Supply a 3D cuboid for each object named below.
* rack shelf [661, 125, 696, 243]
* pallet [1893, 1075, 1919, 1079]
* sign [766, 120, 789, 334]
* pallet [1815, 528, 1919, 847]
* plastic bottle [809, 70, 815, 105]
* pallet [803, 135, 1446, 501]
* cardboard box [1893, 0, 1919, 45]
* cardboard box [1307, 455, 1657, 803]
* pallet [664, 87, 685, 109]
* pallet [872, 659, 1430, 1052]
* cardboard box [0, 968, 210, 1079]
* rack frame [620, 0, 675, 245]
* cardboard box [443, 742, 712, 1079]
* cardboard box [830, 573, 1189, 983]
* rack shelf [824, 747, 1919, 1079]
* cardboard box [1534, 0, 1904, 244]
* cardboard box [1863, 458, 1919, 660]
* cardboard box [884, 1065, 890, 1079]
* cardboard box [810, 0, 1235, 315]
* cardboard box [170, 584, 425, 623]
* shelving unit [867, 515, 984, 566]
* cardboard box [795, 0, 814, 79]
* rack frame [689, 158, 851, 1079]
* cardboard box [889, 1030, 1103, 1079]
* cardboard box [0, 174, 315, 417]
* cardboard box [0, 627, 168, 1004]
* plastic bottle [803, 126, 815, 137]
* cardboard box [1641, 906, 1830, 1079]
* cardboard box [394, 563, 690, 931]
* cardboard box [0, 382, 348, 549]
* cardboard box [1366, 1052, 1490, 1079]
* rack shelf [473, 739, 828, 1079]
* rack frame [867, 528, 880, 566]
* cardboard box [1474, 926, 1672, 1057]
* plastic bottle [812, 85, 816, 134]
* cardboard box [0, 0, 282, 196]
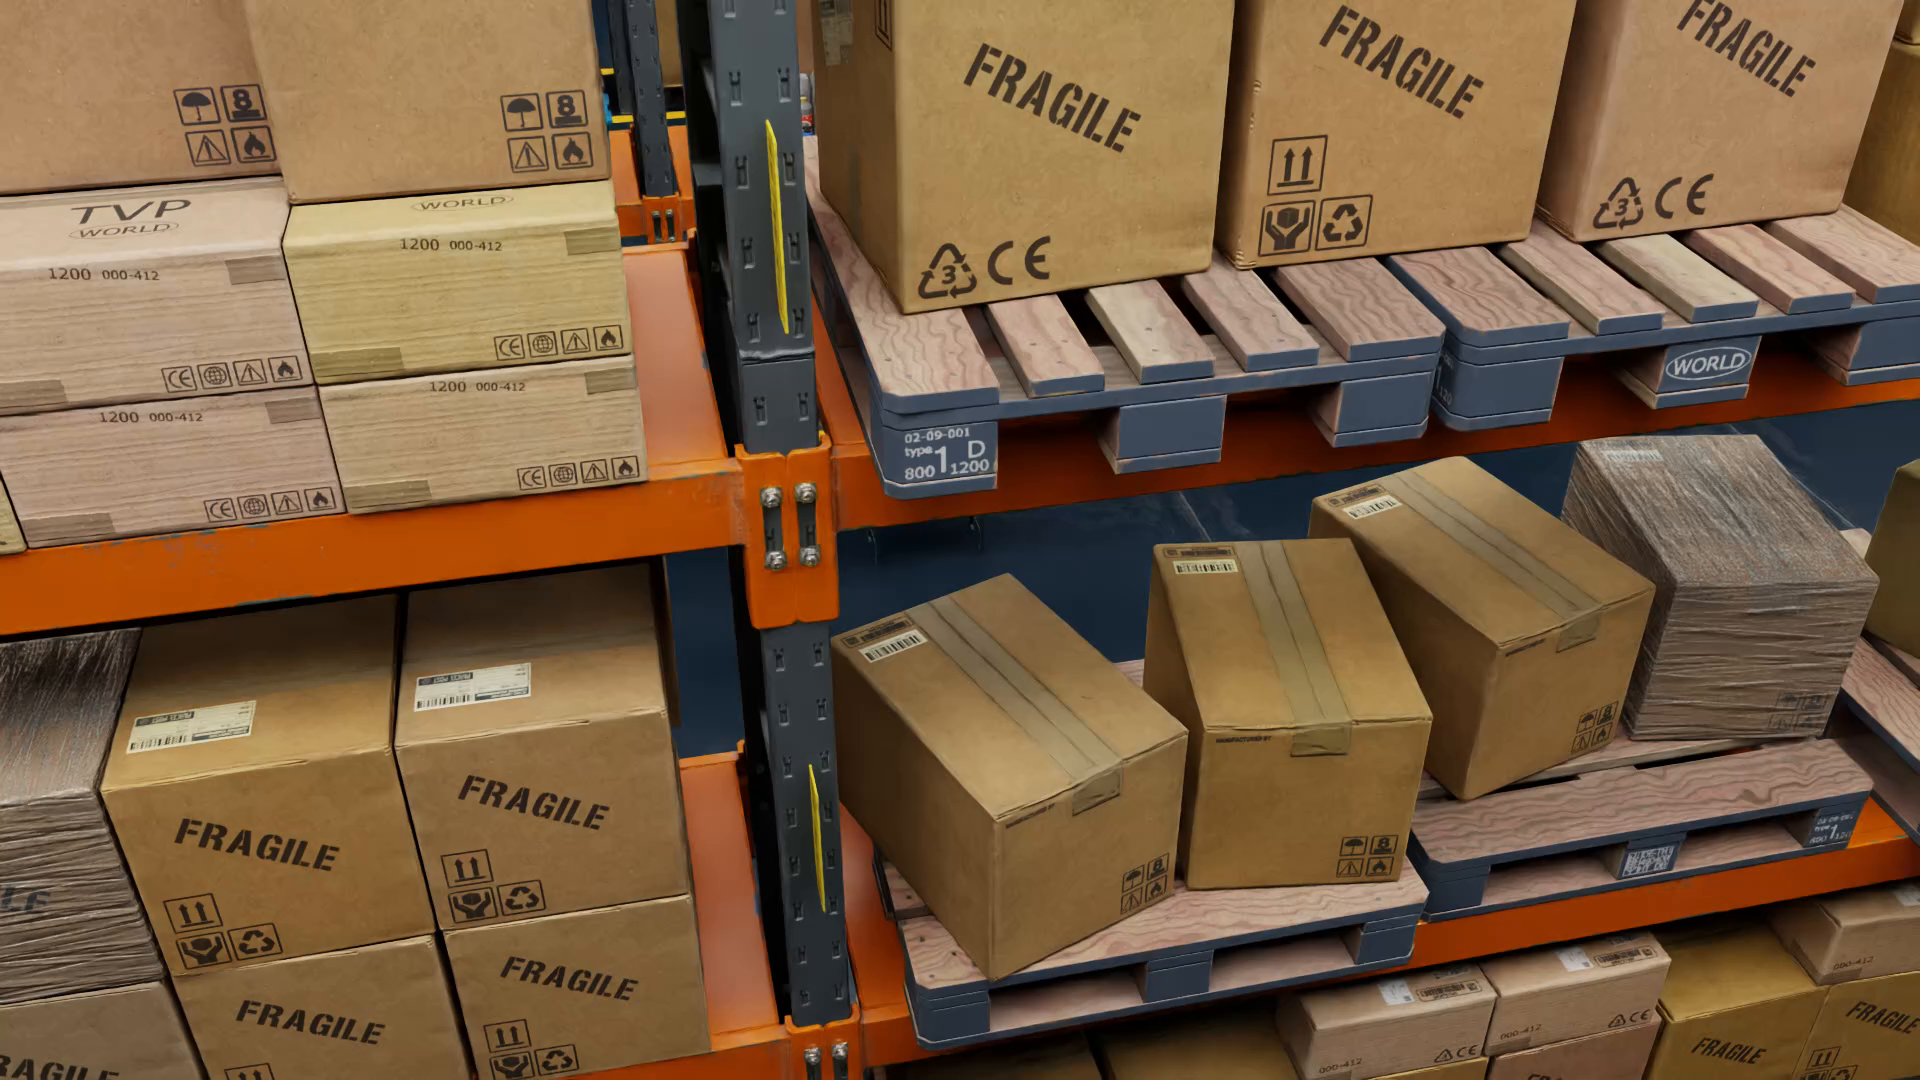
[{"bbox_3d":[0.444,-1.967,8.635,4.000,0.370,1.077,-7,35,-11],"label":"rack shelf"},{"bbox_3d":[2.747,1.410,5.460,1.213,0.211,1.003,-7,35,-11],"label":"pallet"},{"bbox_3d":[-0.290,-0.494,2.638,0.005,0.325,0.100,-7,35,-11],"label":"sign"},{"bbox_3d":[2.838,0.382,4.661,1.003,0.211,1.213,-7,35,-11],"label":"pallet"},{"bbox_3d":[-0.682,-2.291,8.516,0.185,0.351,0.144,-7,35,-11],"label":"plastic bottle"},{"bbox_3d":[0.234,-0.537,3.335,1.003,0.211,1.213,-7,35,-11],"label":"pallet"},{"bbox_3d":[2.062,-1.346,3.385,0.500,0.500,0.500,-7,35,-11],"label":"cardboard box"},{"bbox_3d":[1.292,0.206,4.285,0.500,0.500,0.700,-16,37,-22],"label":"cardboard box"},{"bbox_3d":[-1.863,-3.690,13.059,1.213,0.211,1.003,-7,35,-11],"label":"pallet"},{"bbox_3d":[0.386,0.713,4.168,1.213,0.211,1.003,-7,35,-11],"label":"pallet"},{"bbox_3d":[-1.851,0.960,3.537,0.500,0.500,0.500,-6,34,-9],"label":"cardboard box"},{"bbox_3d":[-1.506,-2.020,8.069,0.127,3.000,1.000,-7,35,-11],"label":"rack frame"},{"bbox_3d":[-0.848,0.832,3.729,0.500,0.500,0.500,-7,34,-10],"label":"cardboard box"},{"bbox_3d":[0.094,0.520,3.817,0.500,0.500,0.700,-19,38,-26],"label":"cardboard box"},{"bbox_3d":[1.533,0.725,4.623,4.000,0.370,1.077,-7,35,-11],"label":"rack shelf"},{"bbox_3d":[1.391,-1.018,3.327,0.600,0.600,0.600,-9,35,-12],"label":"cardboard box"},{"bbox_3d":[2.895,0.103,4.437,0.500,0.500,0.700,-19,38,-26],"label":"cardboard box"},{"bbox_3d":[0.001,1.311,4.953,0.500,0.500,0.500,-7,35,-11],"label":"cardboard box"},{"bbox_3d":[0.090,-0.853,3.080,0.600,0.600,0.600,-10,35,-15],"label":"cardboard box"},{"bbox_3d":[-1.442,0.184,3.796,0.500,0.500,0.500,-8,35,-12],"label":"cardboard box"},{"bbox_3d":[-0.161,-0.478,7.385,0.503,1.200,0.258,-7,35,-11],"label":"shelving unit"},{"bbox_3d":[-1.108,-4.204,12.853,0.875,0.875,1.225,-8,35,-12],"label":"cardboard box"},{"bbox_3d":[-0.417,0.672,4.056,0.127,3.000,1.000,-7,35,-11],"label":"rack frame"},{"bbox_3d":[0.108,1.601,4.521,0.500,0.500,0.500,-9,35,-13],"label":"cardboard box"},{"bbox_3d":[-1.320,-0.452,2.725,0.500,0.250,0.500,-7,35,-11],"label":"cardboard box"},{"bbox_3d":[-1.844,0.545,3.259,0.500,0.500,0.500,-7,34,-10],"label":"cardboard box"},{"bbox_3d":[-0.721,-1.833,7.904,0.097,0.271,0.097,0,34,0],"label":"plastic bottle"},{"bbox_3d":[2.119,1.342,4.907,0.500,0.500,0.500,-8,35,-12],"label":"cardboard box"},{"bbox_3d":[-0.853,0.418,3.447,0.500,0.500,0.500,-7,34,-10],"label":"cardboard box"},{"bbox_3d":[-1.323,-0.251,2.875,0.500,0.250,0.500,-7,35,-11],"label":"cardboard box"},{"bbox_3d":[1.115,1.472,4.714,0.500,0.500,0.500,-7,34,-10],"label":"cardboard box"},{"bbox_3d":[-2.368,1.217,3.890,4.000,0.370,1.077,-7,35,-11],"label":"rack shelf"},{"bbox_3d":[-0.399,-0.448,7.341,0.015,1.200,0.240,-7,35,-11],"label":"rack frame"},{"bbox_3d":[1.573,1.104,4.588,0.500,0.250,0.500,-8,35,-11],"label":"cardboard box"},{"bbox_3d":[-0.650,-2.212,8.399,0.185,0.351,0.144,-7,35,-11],"label":"plastic bottle"},{"bbox_3d":[-1.402,-0.965,2.817,0.500,0.500,0.700,-7,35,-11],"label":"cardboard box"}]
